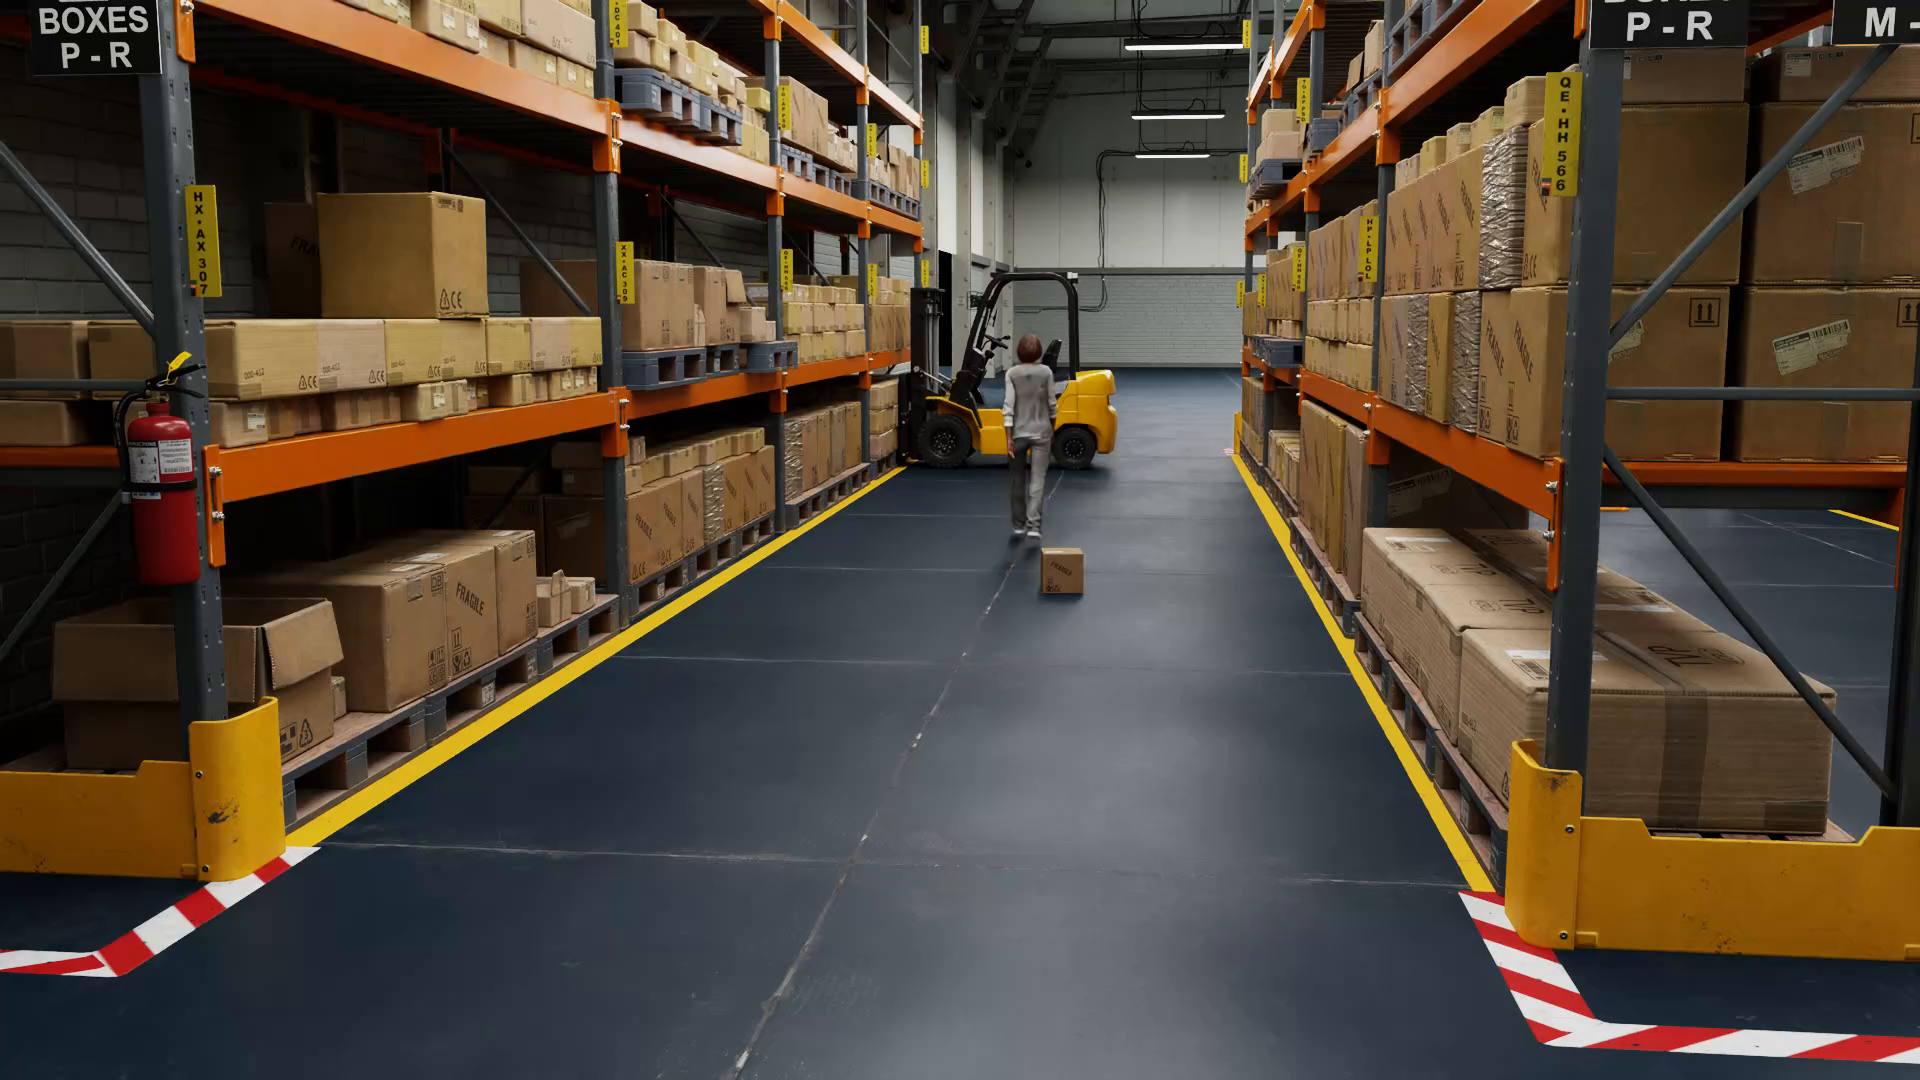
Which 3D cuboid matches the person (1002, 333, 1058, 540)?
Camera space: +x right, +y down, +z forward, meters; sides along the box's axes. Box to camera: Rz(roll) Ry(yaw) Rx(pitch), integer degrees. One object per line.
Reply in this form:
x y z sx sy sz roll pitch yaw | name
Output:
0.531 -0.784 12.516 0.405 1.540 0.943 1 8 6 | person
